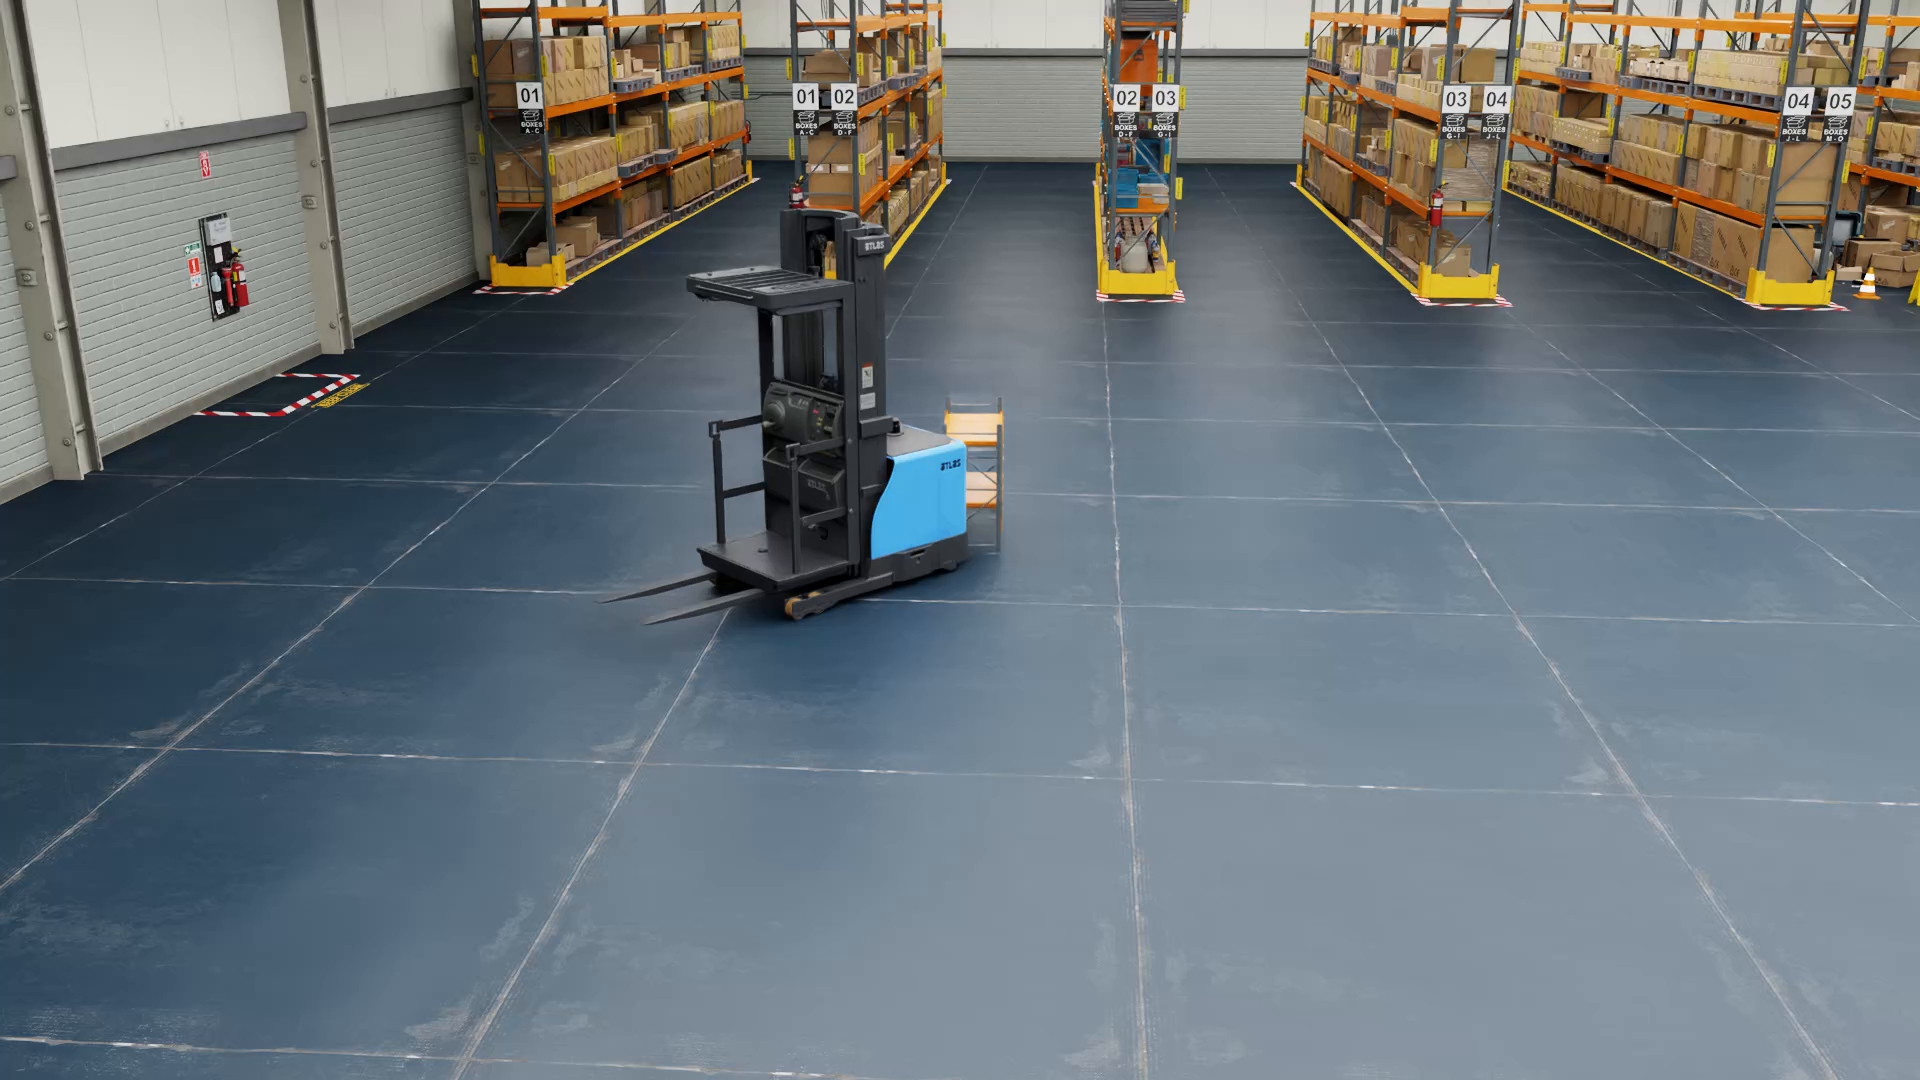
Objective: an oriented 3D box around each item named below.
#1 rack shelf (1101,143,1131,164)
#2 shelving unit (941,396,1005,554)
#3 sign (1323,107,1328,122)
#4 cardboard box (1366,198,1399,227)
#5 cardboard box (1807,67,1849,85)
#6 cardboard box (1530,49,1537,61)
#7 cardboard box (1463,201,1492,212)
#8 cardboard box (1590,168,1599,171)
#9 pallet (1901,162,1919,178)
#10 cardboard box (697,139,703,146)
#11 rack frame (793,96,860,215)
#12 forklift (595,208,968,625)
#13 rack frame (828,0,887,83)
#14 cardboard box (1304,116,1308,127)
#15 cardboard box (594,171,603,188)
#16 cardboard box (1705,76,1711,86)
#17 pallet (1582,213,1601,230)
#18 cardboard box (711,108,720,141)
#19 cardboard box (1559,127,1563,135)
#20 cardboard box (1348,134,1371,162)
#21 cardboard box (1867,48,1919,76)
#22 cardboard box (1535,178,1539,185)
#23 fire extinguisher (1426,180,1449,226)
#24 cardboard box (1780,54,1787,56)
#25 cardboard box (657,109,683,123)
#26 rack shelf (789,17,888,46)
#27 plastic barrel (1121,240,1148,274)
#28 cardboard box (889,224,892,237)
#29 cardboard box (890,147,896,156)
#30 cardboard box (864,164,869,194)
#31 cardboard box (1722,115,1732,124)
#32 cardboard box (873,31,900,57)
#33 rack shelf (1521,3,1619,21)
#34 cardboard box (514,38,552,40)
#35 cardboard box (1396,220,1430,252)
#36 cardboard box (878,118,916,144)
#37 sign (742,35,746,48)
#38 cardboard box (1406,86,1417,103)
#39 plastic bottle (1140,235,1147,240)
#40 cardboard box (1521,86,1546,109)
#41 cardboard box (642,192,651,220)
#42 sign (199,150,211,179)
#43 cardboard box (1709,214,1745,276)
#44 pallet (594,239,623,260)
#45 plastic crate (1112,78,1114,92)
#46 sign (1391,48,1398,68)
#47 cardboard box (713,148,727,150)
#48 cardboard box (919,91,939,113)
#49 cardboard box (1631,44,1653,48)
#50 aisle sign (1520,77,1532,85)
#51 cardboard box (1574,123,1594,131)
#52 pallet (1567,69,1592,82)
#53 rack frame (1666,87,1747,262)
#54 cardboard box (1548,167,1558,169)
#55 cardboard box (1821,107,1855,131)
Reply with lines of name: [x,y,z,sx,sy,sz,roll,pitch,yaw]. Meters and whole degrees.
rack shelf: [3.566,-8.108,35.505,1.077,0.370,4.000,1,18,4]
shelving unit: [0.112,-0.578,14.379,0.538,1.125,1.048,0,18,2]
sign: [8.096,-9.421,36.840,0.100,0.325,0.005,1,18,4]
cardboard box: [8.308,-6.358,32.317,0.700,0.500,0.500,0,18,-1]
cardboard box: [13.020,-6.978,25.012,0.500,0.250,0.500,1,18,4]
cardboard box: [13.502,-11.203,38.416,0.500,0.250,0.500,1,18,5]
cardboard box: [8.048,-5.197,25.870,0.380,0.149,0.250,1,18,4]
cardboard box: [13.739,-7.790,35.515,0.500,0.250,0.500,2,18,7]
pallet: [18.147,-6.790,30.635,1.003,0.211,1.213,1,18,4]
cardboard box: [-5.932,-8.829,36.922,0.380,0.149,0.250,1,18,4]
rack frame: [-2.091,-5.456,26.255,1.000,3.000,0.127,1,18,4]
forklift: [-1.366,-0.972,12.681,3.031,2.935,1.130,-16,24,-40]
rack frame: [-1.804,-9.549,29.112,1.000,3.000,0.127,1,18,4]
cardboard box: [8.633,-10.130,40.283,0.500,0.250,0.500,1,18,2]
cardboard box: [-6.542,-6.281,28.982,0.500,0.250,0.500,1,18,4]
cardboard box: [12.615,-7.623,27.622,0.380,0.149,0.250,1,18,4]
pallet: [13.361,-6.493,33.901,1.003,0.211,1.213,1,18,4]
cardboard box: [-6.117,-9.603,38.430,0.980,0.700,0.700,2,18,5]
cardboard box: [13.068,-8.767,35.612,0.380,0.149,0.250,2,18,5]
cardboard box: [8.151,-7.924,33.629,0.500,0.500,0.500,2,18,6]
cardboard box: [18.124,-9.291,32.304,0.797,0.503,0.637,0,18,1]
cardboard box: [13.419,-8.232,38.156,0.380,0.149,0.250,2,18,5]
fire extinguisher: [7.322,-5.171,25.512,0.296,0.674,0.183,1,18,4]
cardboard box: [13.181,-7.594,26.252,0.380,0.149,0.250,2,18,5]
cardboard box: [-6.131,-8.907,34.912,0.500,0.250,0.500,1,18,3]
rack shelf: [-1.947,-8.396,27.391,1.077,0.370,4.000,1,18,4]
plastic barrel: [2.820,-4.567,26.865,0.421,0.512,0.421,0,18,0]
cardboard box: [-1.528,-5.711,30.775,0.500,0.250,0.500,1,18,3]
cardboard box: [-1.587,-7.786,33.510,0.500,0.311,0.500,2,18,7]
cardboard box: [-1.936,-6.129,28.149,0.700,0.500,0.500,2,18,6]
cardboard box: [18.500,-9.886,39.616,0.500,0.500,0.500,1,18,3]
cardboard box: [-1.480,-10.024,33.613,0.500,0.500,0.500,1,18,4]
rack shelf: [13.733,-11.947,37.591,1.077,0.370,4.000,1,18,4]
cardboard box: [-7.133,-8.141,27.834,0.500,0.500,0.500,1,18,4]
cardboard box: [8.008,-5.364,29.316,0.500,0.500,0.500,1,18,2]
cardboard box: [-1.329,-8.665,35.215,0.700,0.500,0.500,5,19,14]
sign: [-5.345,-12.326,41.112,0.100,0.325,0.005,1,18,4]
cardboard box: [7.710,-7.377,27.543,0.500,0.250,0.500,1,18,2]
plastic bottle: [3.214,-5.230,29.236,0.152,0.276,0.135,1,18,4]
cardboard box: [13.550,-10.434,39.205,0.500,0.500,0.500,2,18,6]
cardboard box: [-6.611,-6.689,33.326,0.700,0.500,0.500,1,18,4]
sign: [-8.590,-4.273,18.923,0.001,0.298,0.199,1,18,4]
cardboard box: [12.773,-4.766,26.890,0.875,0.875,0.875,1,18,3]
pallet: [-6.758,-5.273,30.176,1.003,0.211,1.213,1,18,4]
plastic crate: [2.686,-7.361,27.278,0.392,0.384,0.575,1,18,4]
sign: [7.523,-8.345,28.794,0.100,0.325,0.005,1,18,4]
cardboard box: [-6.026,-9.678,41.439,0.380,0.149,0.250,1,18,4]
cardboard box: [-0.769,-10.485,39.838,0.500,0.500,0.500,2,18,5]
cardboard box: [13.623,-9.772,33.222,0.396,0.266,0.258,1,18,4]
aisle sign: [13.583,-11.325,39.993,0.394,0.787,0.004,1,18,4]
cardboard box: [12.995,-8.583,34.575,0.380,0.149,0.250,2,18,6]
pallet: [13.368,-9.643,34.518,1.213,0.211,1.003,1,18,4]
rack frame: [13.016,-6.333,28.935,1.000,3.000,0.127,1,18,4]
cardboard box: [13.949,-8.615,38.845,0.380,0.149,0.250,1,18,2]
cardboard box: [18.138,-8.656,34.257,0.500,0.500,0.500,1,18,3]
